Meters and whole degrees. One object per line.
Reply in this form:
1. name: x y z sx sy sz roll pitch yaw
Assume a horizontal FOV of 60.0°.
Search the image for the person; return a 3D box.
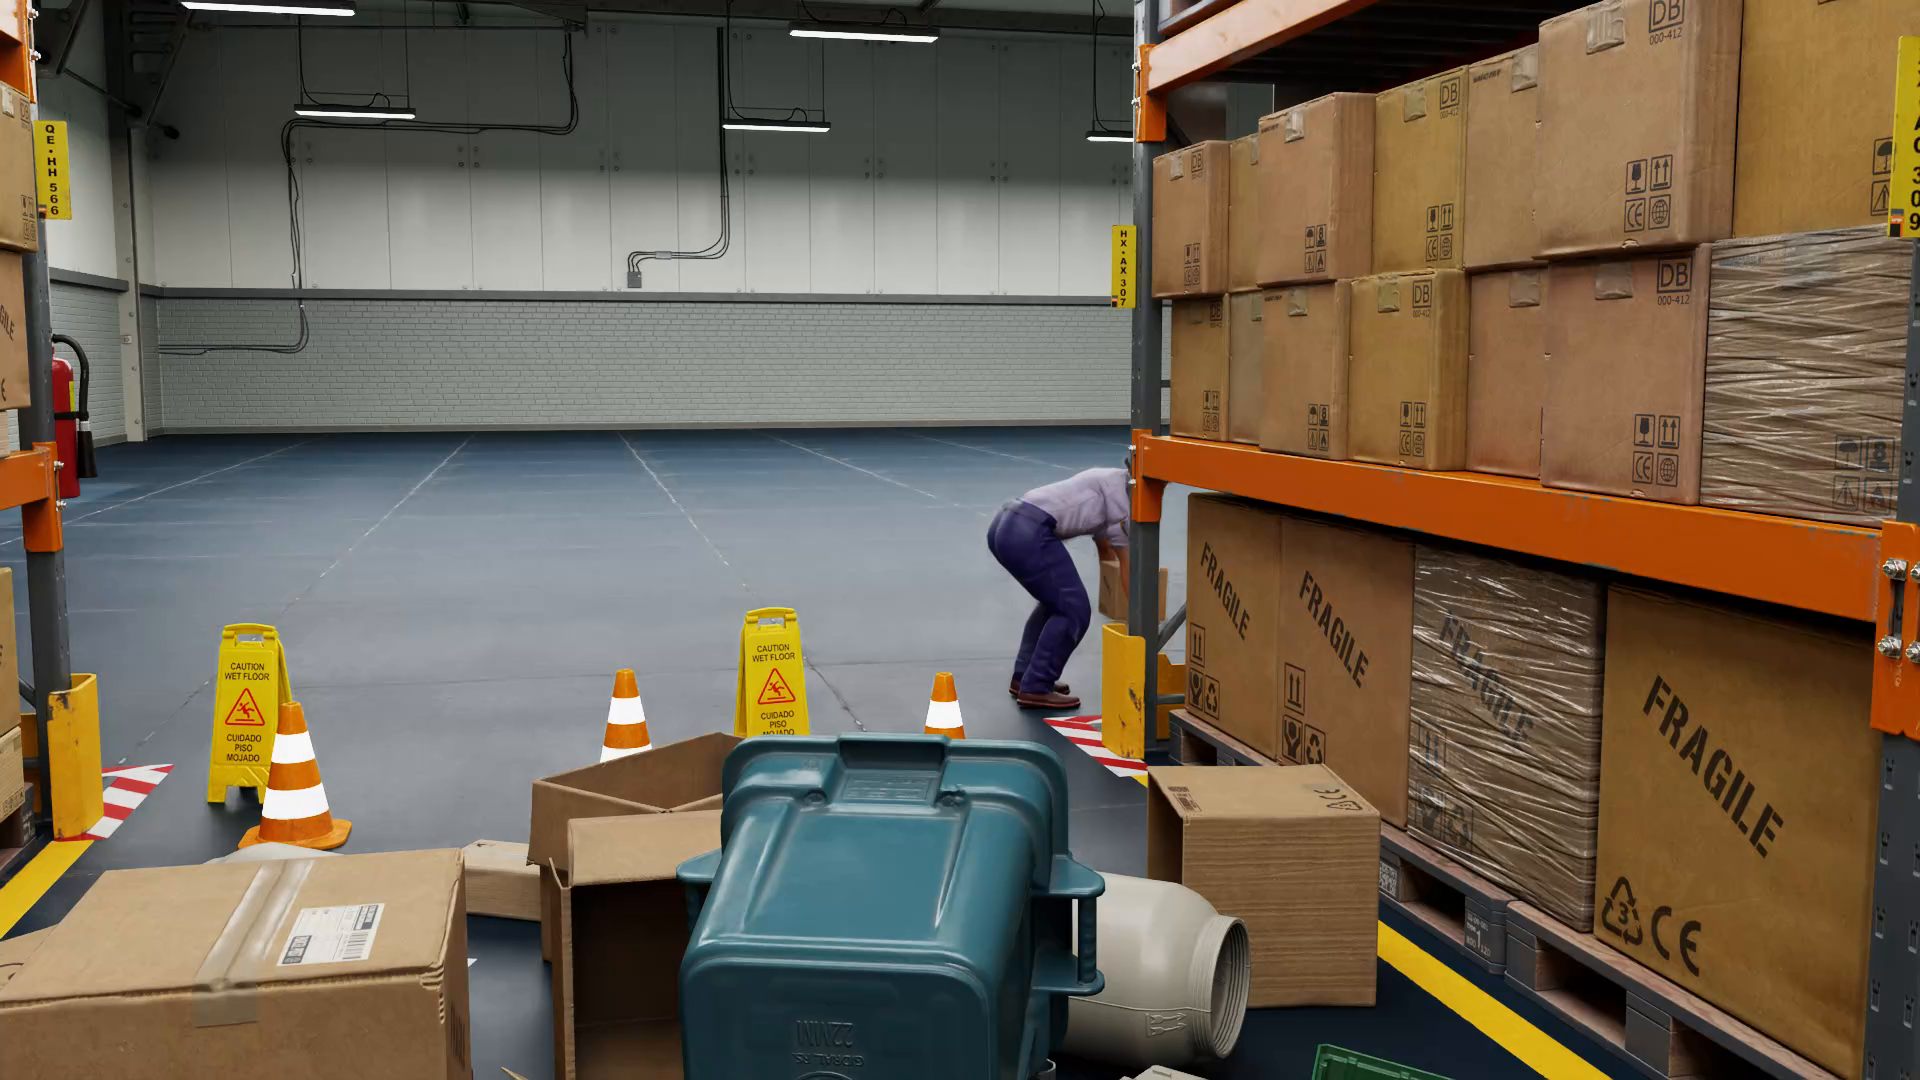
1. person: 0.568 0.180 7.830 0.868 1.169 0.488 -1 6 -11
